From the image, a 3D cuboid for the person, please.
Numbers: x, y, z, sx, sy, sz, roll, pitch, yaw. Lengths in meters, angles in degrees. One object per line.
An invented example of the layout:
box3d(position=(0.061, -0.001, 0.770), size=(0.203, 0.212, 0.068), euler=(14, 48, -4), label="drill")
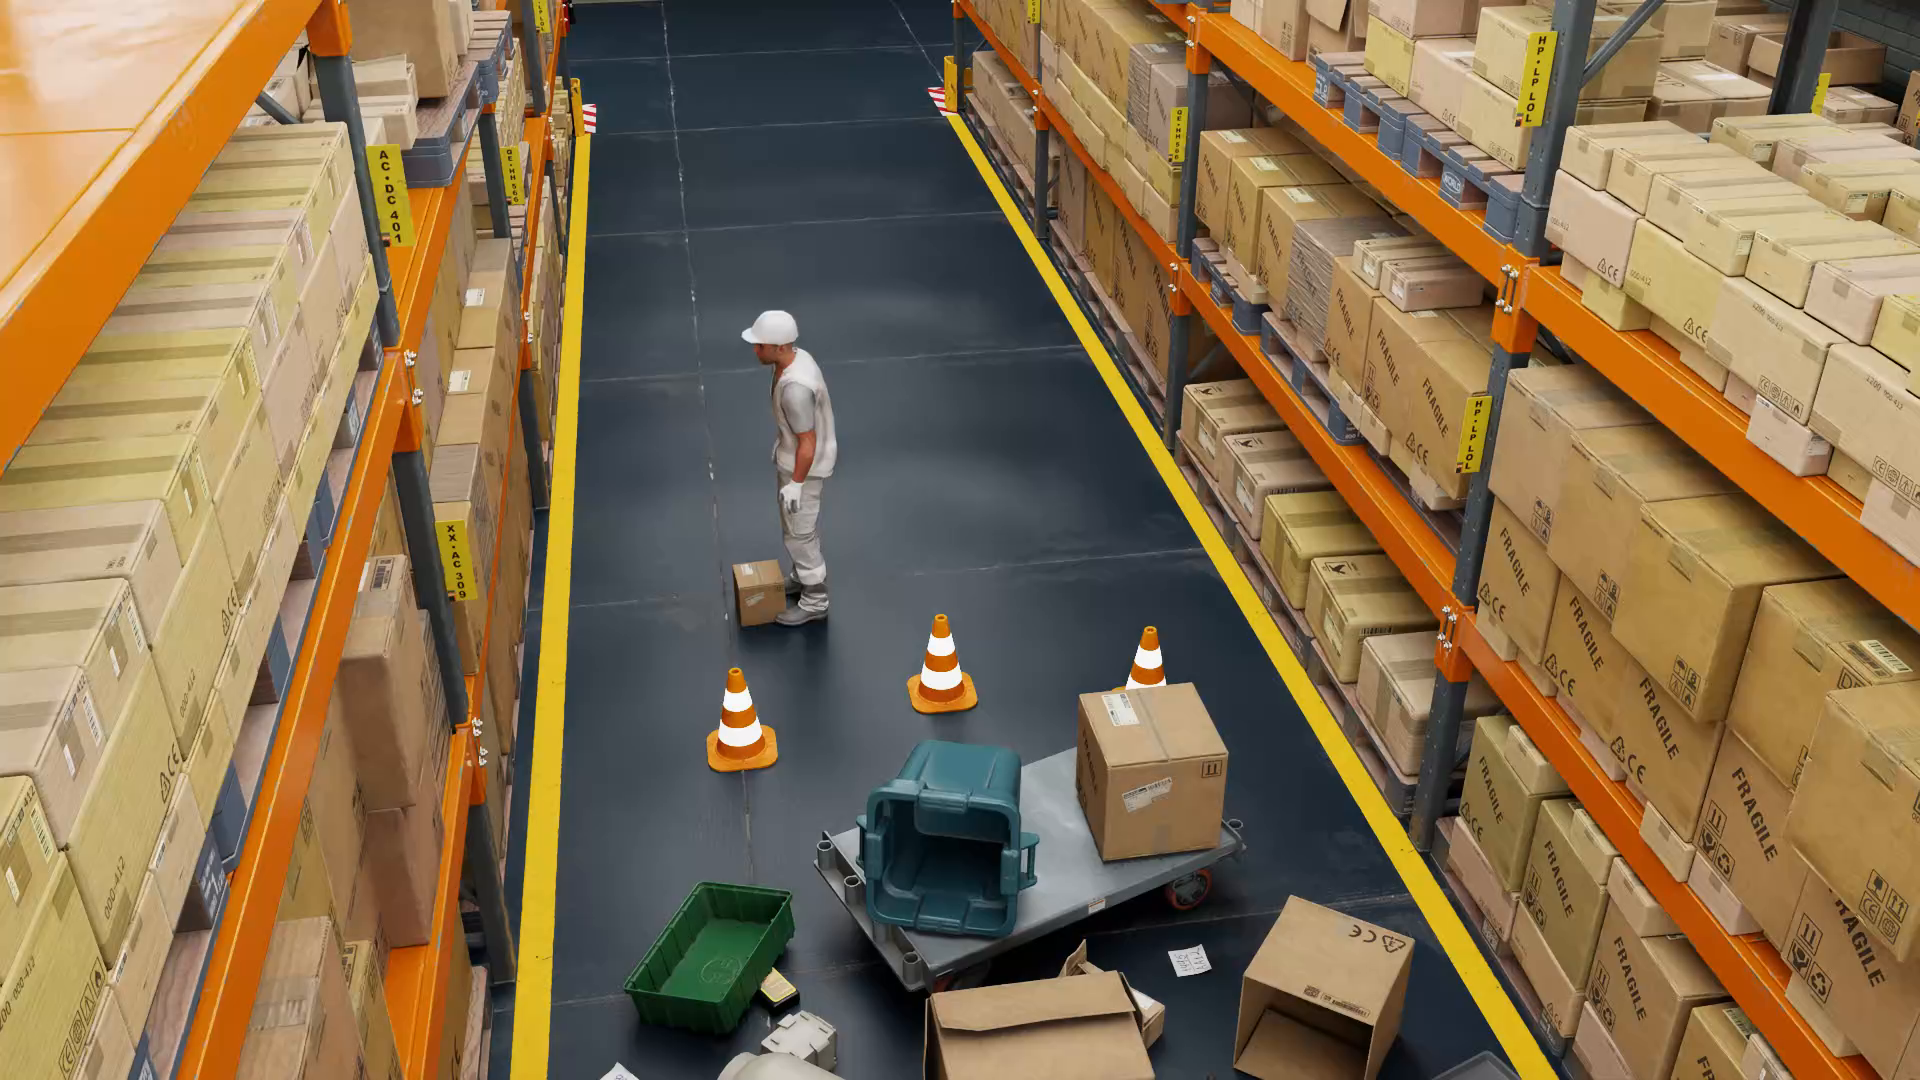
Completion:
box3d(position=(-0.877, -0.391, 8.781), size=(0.448, 1.780, 0.608), euler=(-5, 31, -9), label="person")
